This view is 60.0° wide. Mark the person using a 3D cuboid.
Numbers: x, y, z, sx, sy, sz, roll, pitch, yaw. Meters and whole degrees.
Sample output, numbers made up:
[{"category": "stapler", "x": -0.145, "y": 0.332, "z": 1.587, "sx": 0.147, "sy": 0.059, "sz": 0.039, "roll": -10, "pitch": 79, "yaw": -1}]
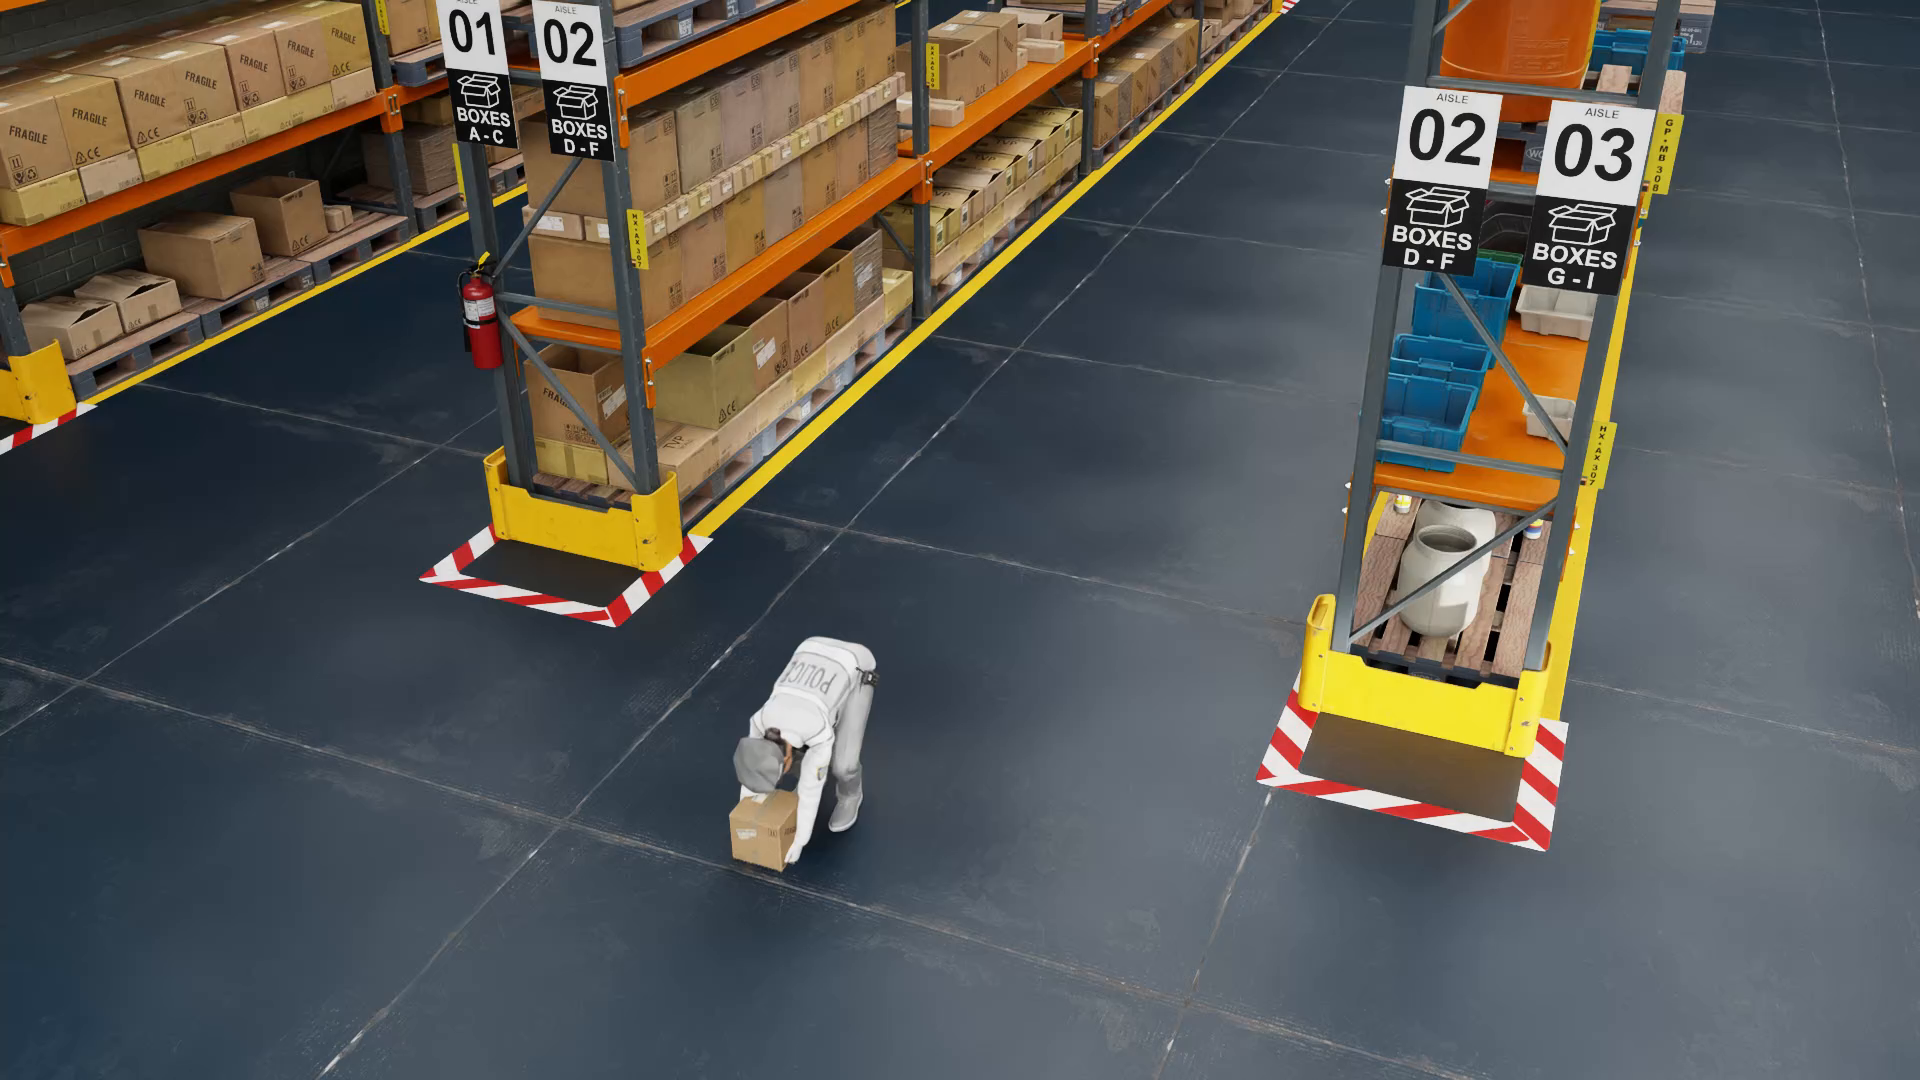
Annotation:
[{"category": "person", "x": -0.699, "y": 0.955, "z": 7.566, "sx": 0.523, "sy": 0.841, "sz": 0.888, "roll": 10, "pitch": 31, "yaw": 17}]
